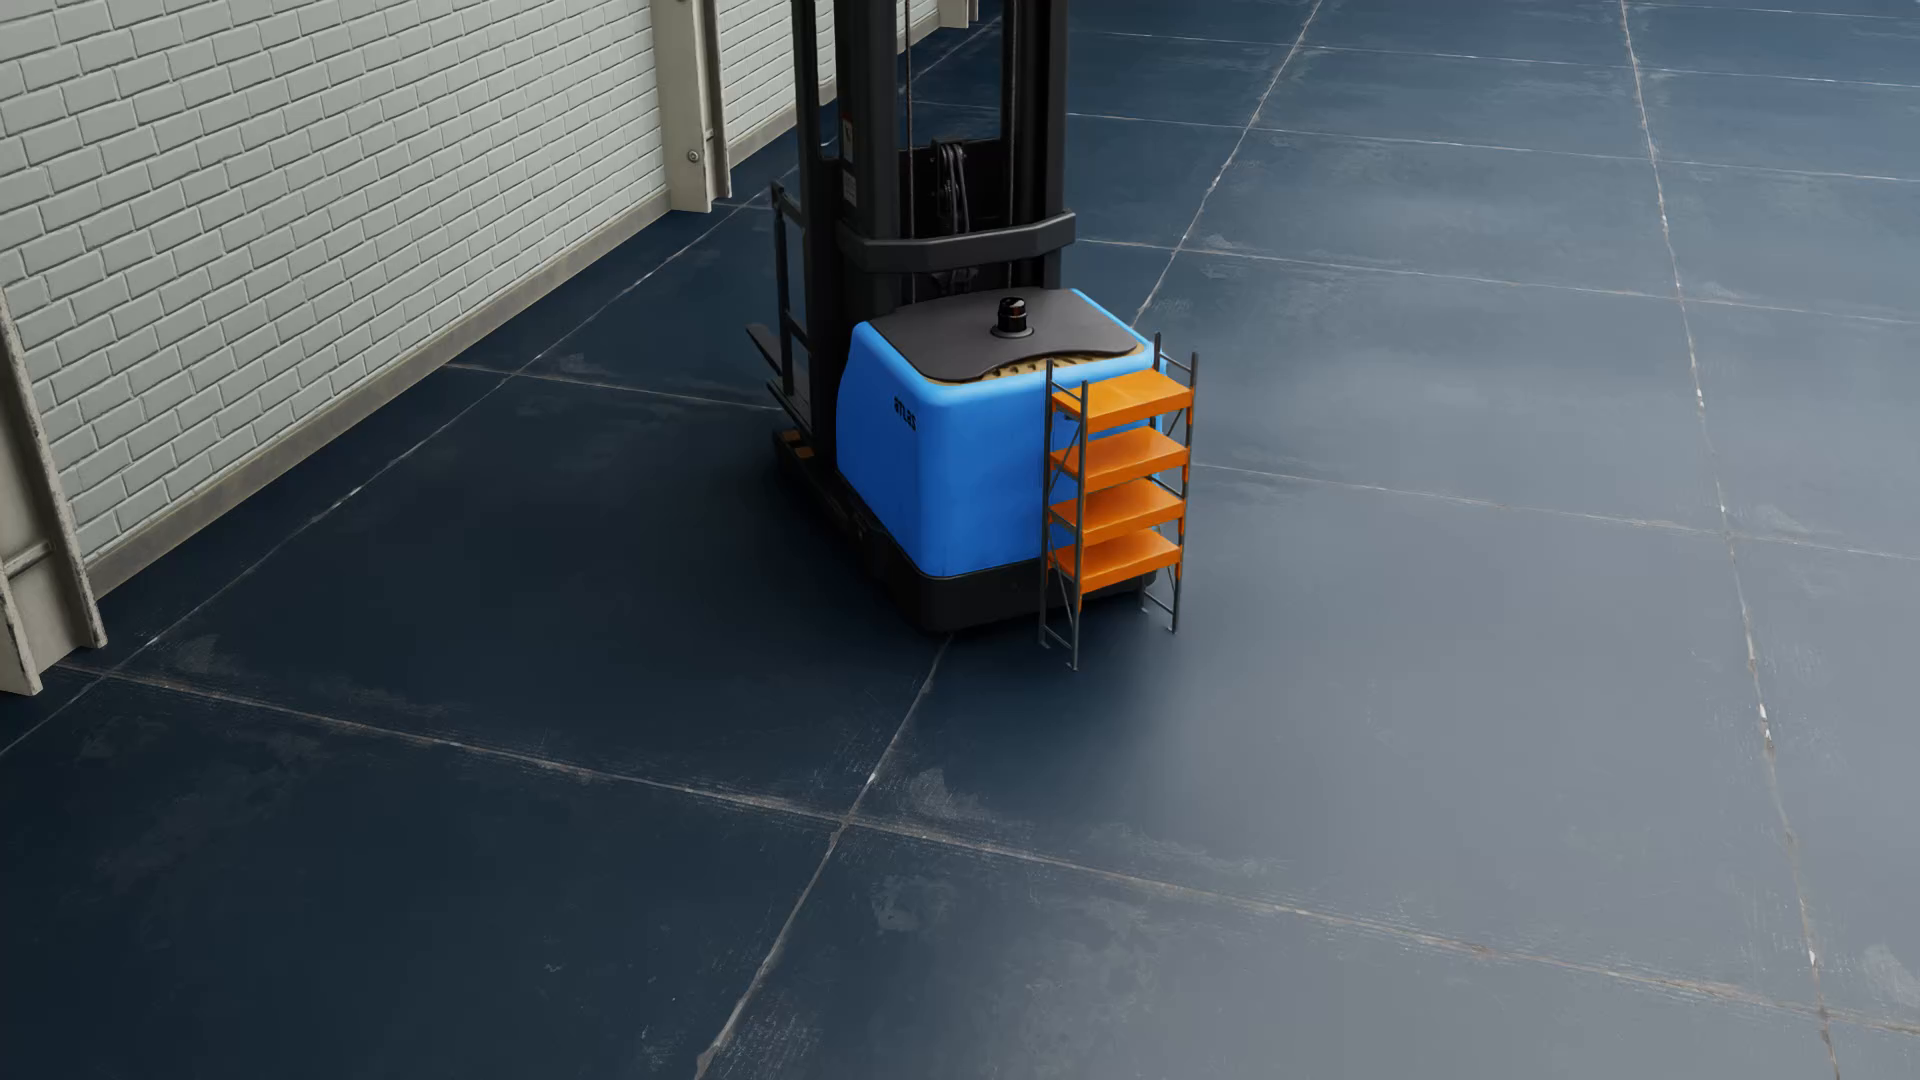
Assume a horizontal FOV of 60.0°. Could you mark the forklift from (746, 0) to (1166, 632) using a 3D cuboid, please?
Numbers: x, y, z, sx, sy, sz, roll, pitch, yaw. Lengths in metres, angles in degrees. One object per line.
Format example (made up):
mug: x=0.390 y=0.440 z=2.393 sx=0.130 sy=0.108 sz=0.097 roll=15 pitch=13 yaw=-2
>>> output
forklift: x=-0.236 y=-1.621 z=7.149 sx=1.130 sy=2.935 sz=3.031 roll=-12 pitch=31 yaw=-20

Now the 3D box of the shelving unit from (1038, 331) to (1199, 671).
shelving unit: x=0.585 y=-0.137 z=6.262 sx=0.503 sy=1.200 sz=0.258 roll=-17 pitch=33 yaw=-27

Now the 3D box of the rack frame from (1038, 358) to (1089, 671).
rack frame: x=0.378 y=-0.075 z=6.150 sx=0.015 sy=1.200 sz=0.240 roll=-17 pitch=33 yaw=-27

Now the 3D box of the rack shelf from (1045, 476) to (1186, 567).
rack shelf: x=0.585 y=-0.078 z=6.295 sx=0.480 sy=0.148 sz=0.258 roll=-17 pitch=33 yaw=-27

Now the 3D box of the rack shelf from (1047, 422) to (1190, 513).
rack shelf: x=0.585 y=-0.274 z=6.186 sx=0.480 sy=0.148 sz=0.258 roll=-17 pitch=33 yaw=-27

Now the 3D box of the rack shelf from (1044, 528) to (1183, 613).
rack shelf: x=0.585 y=0.095 z=6.391 sx=0.480 sy=0.148 sz=0.258 roll=-17 pitch=33 yaw=-27

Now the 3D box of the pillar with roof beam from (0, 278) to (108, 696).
pillar with roof beam: x=0.567 y=-2.850 z=3.116 sx=9.100 sy=9.000 sz=0.400 roll=8 pitch=30 yaw=15

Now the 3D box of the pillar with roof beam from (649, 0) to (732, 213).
pillar with roof beam: x=2.328 y=-5.638 z=8.128 sx=9.100 sy=9.000 sz=0.400 roll=8 pitch=30 yaw=15

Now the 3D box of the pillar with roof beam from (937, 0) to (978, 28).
pillar with roof beam: x=4.089 y=-8.426 z=13.140 sx=9.100 sy=9.000 sz=0.400 roll=8 pitch=30 yaw=15

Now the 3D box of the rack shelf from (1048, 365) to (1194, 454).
rack shelf: x=0.585 y=-0.480 z=6.071 sx=0.480 sy=0.148 sz=0.258 roll=-17 pitch=33 yaw=-27

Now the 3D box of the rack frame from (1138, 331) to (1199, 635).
rack frame: x=0.793 y=-0.199 z=6.374 sx=0.015 sy=1.200 sz=0.240 roll=-17 pitch=33 yaw=-27
